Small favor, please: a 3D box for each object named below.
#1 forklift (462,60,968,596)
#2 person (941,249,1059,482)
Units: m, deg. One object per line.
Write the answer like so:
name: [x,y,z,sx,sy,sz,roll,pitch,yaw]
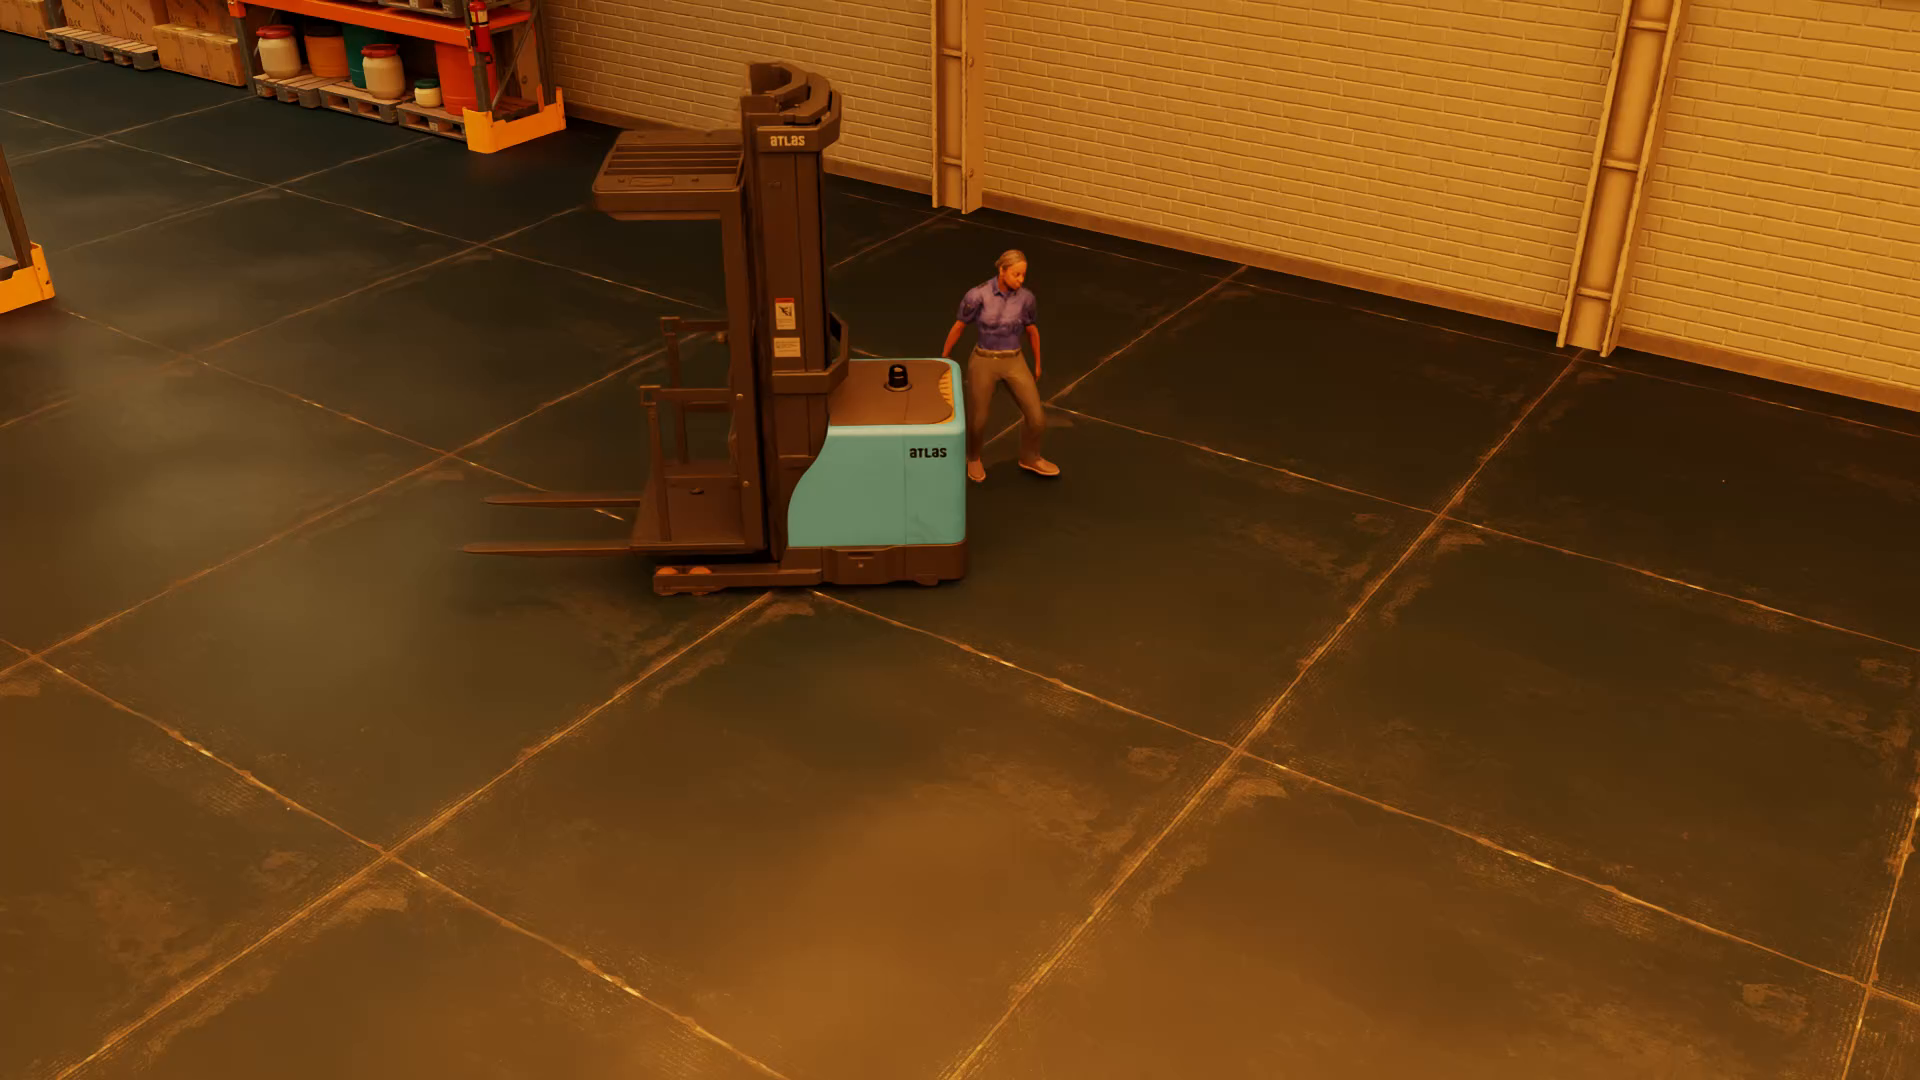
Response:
forklift: [-1.482,-1.206,9.658,3.031,2.935,1.130,-1,30,-2]
person: [0.256,-1.141,10.835,0.811,1.627,0.414,-3,30,-6]
